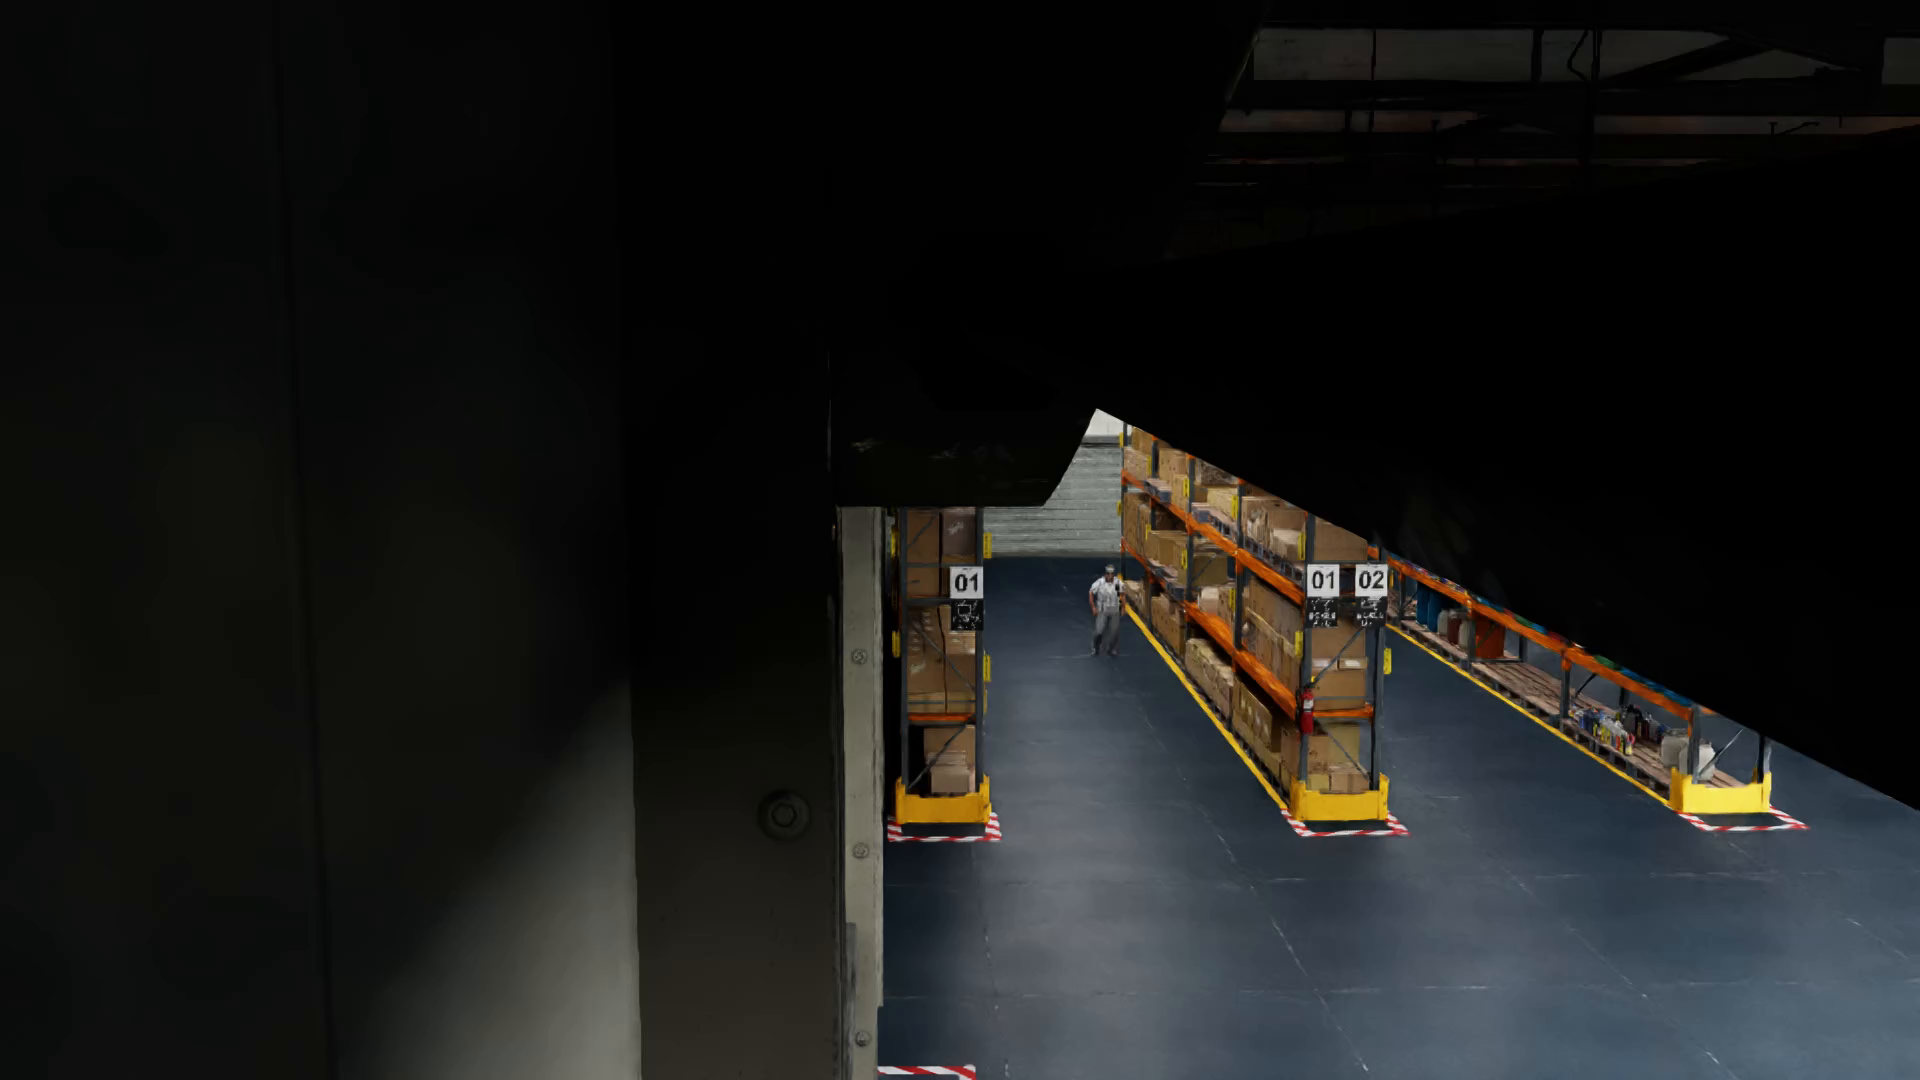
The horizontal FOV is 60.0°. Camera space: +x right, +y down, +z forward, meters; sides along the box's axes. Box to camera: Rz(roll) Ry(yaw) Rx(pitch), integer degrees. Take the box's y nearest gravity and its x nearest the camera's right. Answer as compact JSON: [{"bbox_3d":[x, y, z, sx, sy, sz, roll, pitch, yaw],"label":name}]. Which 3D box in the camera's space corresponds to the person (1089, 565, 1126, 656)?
[{"bbox_3d":[2.671,1.262,30.127,0.682,1.715,0.542,-1,8,-4],"label":"person"}]
